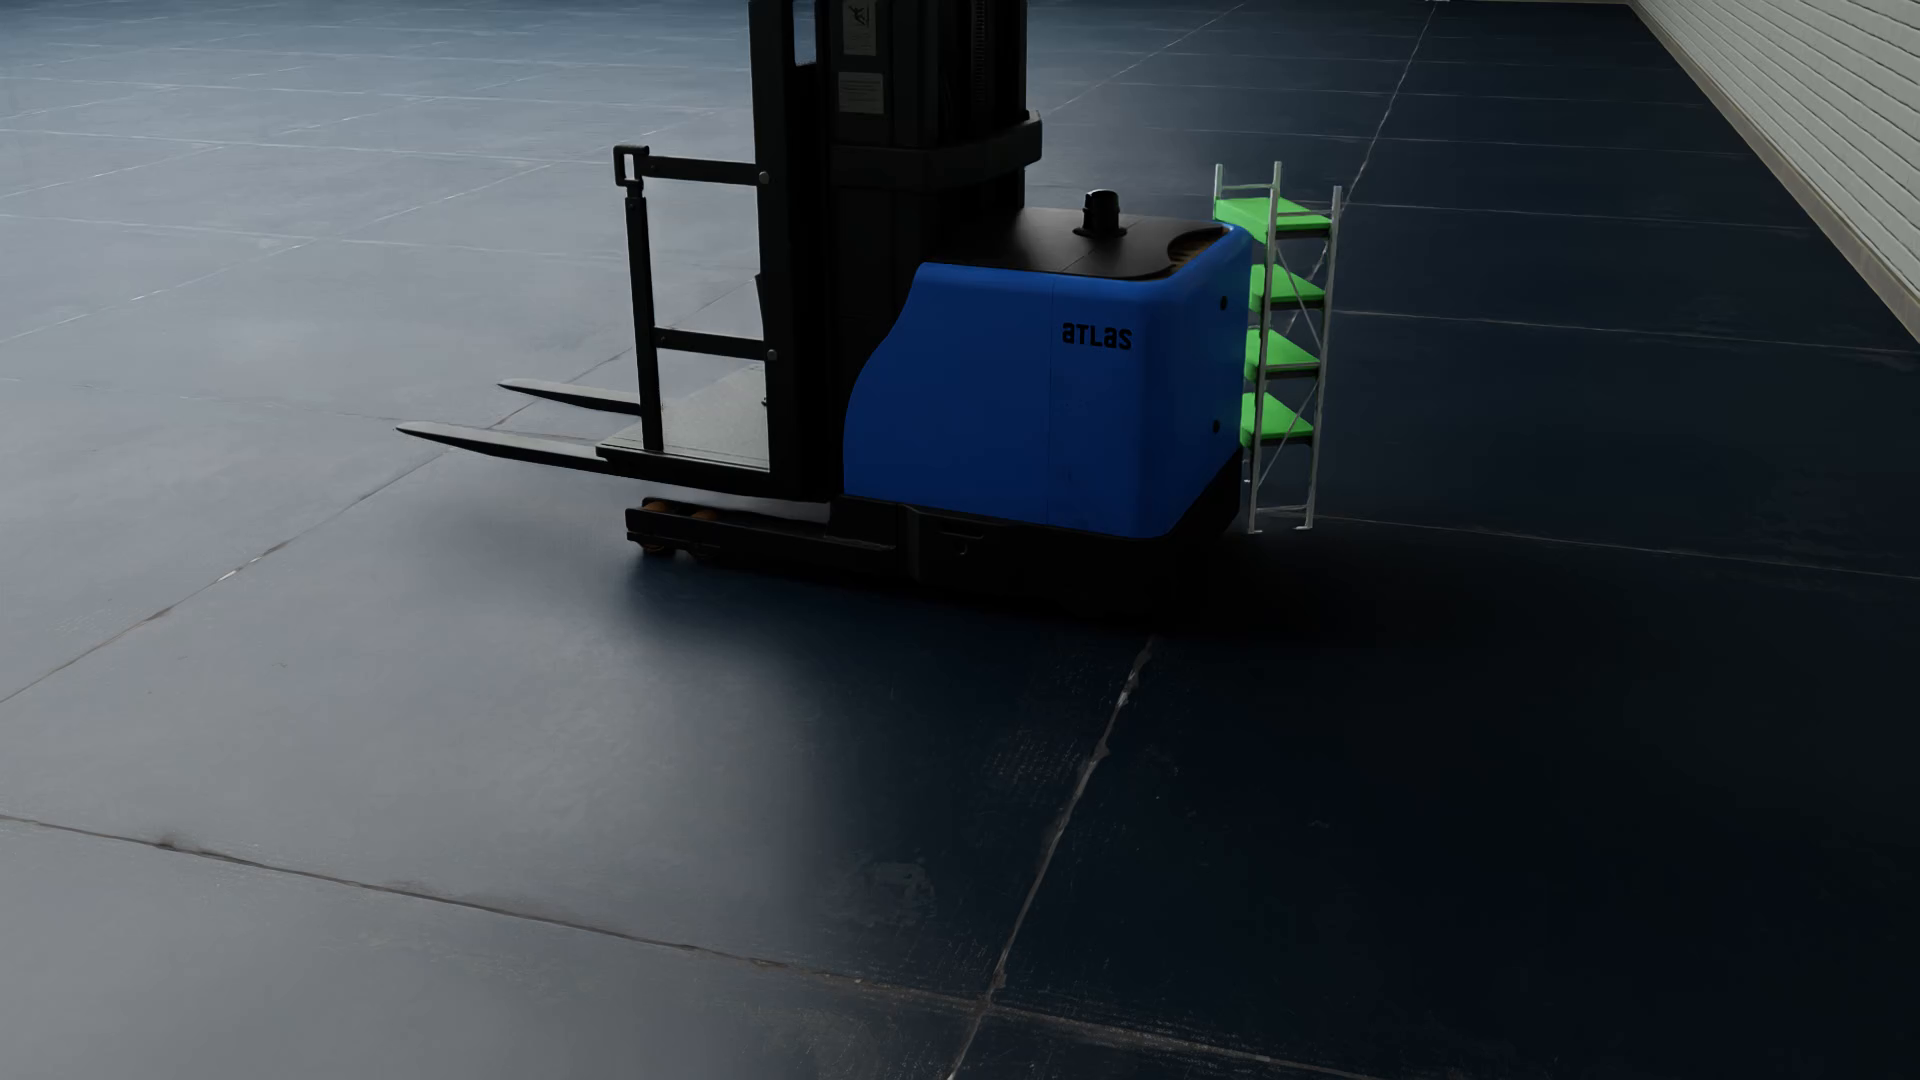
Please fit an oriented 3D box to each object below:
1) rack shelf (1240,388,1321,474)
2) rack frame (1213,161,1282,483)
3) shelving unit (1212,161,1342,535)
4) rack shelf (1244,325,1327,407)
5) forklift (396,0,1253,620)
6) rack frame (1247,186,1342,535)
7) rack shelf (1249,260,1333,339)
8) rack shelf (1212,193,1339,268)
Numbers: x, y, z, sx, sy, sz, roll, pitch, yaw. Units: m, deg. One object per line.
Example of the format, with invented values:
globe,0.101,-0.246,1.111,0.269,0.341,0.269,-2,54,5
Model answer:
rack shelf,1.069,-0.396,5.955,0.258,0.148,0.480,-5,23,-12
rack frame,1.014,-0.767,6.059,0.240,1.200,0.015,-5,23,-12
shelving unit,1.069,-0.677,5.839,0.258,1.200,0.503,-5,23,-12
rack shelf,1.069,-0.618,5.864,0.258,0.148,0.480,-5,23,-12
forklift,-0.587,-1.461,5.469,3.031,2.935,1.130,9,24,21
rack frame,1.124,-0.587,5.620,0.240,1.200,0.015,-5,23,-12
rack shelf,1.069,-0.840,5.773,0.258,0.148,0.480,-5,23,-12
rack shelf,1.068,-1.062,5.682,0.258,0.148,0.480,-5,23,-12
